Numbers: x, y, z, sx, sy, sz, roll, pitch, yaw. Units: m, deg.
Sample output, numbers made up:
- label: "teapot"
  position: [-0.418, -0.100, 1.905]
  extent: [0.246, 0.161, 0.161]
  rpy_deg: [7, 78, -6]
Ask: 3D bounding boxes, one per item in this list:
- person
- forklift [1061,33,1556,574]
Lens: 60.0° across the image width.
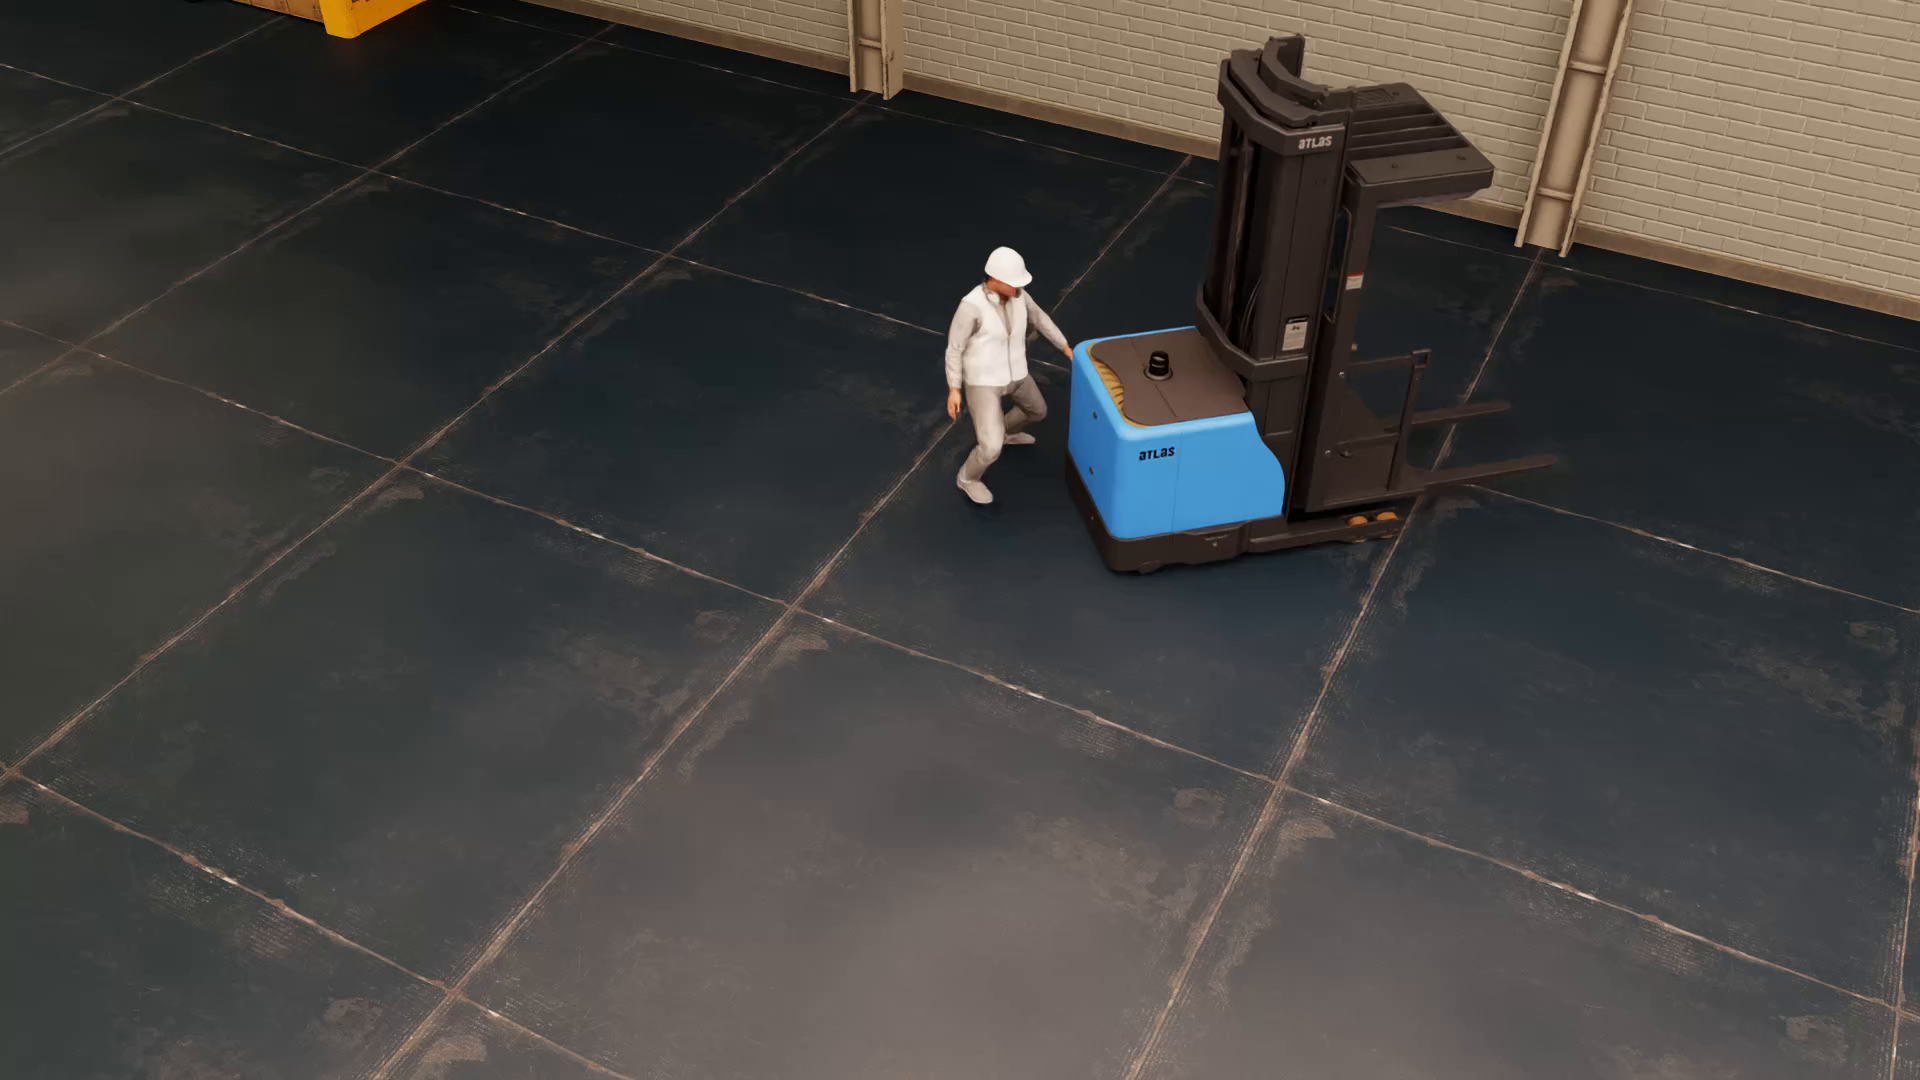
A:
- label: "person"
  position: [0.257, -1.063, 10.266]
  extent: [0.927, 1.657, 0.636]
  rpy_deg: [-26, 46, -27]
- label: "forklift"
  position: [2.216, -1.420, 9.673]
  extent: [3.031, 2.935, 1.130]
  rpy_deg: [-9, 41, -11]
